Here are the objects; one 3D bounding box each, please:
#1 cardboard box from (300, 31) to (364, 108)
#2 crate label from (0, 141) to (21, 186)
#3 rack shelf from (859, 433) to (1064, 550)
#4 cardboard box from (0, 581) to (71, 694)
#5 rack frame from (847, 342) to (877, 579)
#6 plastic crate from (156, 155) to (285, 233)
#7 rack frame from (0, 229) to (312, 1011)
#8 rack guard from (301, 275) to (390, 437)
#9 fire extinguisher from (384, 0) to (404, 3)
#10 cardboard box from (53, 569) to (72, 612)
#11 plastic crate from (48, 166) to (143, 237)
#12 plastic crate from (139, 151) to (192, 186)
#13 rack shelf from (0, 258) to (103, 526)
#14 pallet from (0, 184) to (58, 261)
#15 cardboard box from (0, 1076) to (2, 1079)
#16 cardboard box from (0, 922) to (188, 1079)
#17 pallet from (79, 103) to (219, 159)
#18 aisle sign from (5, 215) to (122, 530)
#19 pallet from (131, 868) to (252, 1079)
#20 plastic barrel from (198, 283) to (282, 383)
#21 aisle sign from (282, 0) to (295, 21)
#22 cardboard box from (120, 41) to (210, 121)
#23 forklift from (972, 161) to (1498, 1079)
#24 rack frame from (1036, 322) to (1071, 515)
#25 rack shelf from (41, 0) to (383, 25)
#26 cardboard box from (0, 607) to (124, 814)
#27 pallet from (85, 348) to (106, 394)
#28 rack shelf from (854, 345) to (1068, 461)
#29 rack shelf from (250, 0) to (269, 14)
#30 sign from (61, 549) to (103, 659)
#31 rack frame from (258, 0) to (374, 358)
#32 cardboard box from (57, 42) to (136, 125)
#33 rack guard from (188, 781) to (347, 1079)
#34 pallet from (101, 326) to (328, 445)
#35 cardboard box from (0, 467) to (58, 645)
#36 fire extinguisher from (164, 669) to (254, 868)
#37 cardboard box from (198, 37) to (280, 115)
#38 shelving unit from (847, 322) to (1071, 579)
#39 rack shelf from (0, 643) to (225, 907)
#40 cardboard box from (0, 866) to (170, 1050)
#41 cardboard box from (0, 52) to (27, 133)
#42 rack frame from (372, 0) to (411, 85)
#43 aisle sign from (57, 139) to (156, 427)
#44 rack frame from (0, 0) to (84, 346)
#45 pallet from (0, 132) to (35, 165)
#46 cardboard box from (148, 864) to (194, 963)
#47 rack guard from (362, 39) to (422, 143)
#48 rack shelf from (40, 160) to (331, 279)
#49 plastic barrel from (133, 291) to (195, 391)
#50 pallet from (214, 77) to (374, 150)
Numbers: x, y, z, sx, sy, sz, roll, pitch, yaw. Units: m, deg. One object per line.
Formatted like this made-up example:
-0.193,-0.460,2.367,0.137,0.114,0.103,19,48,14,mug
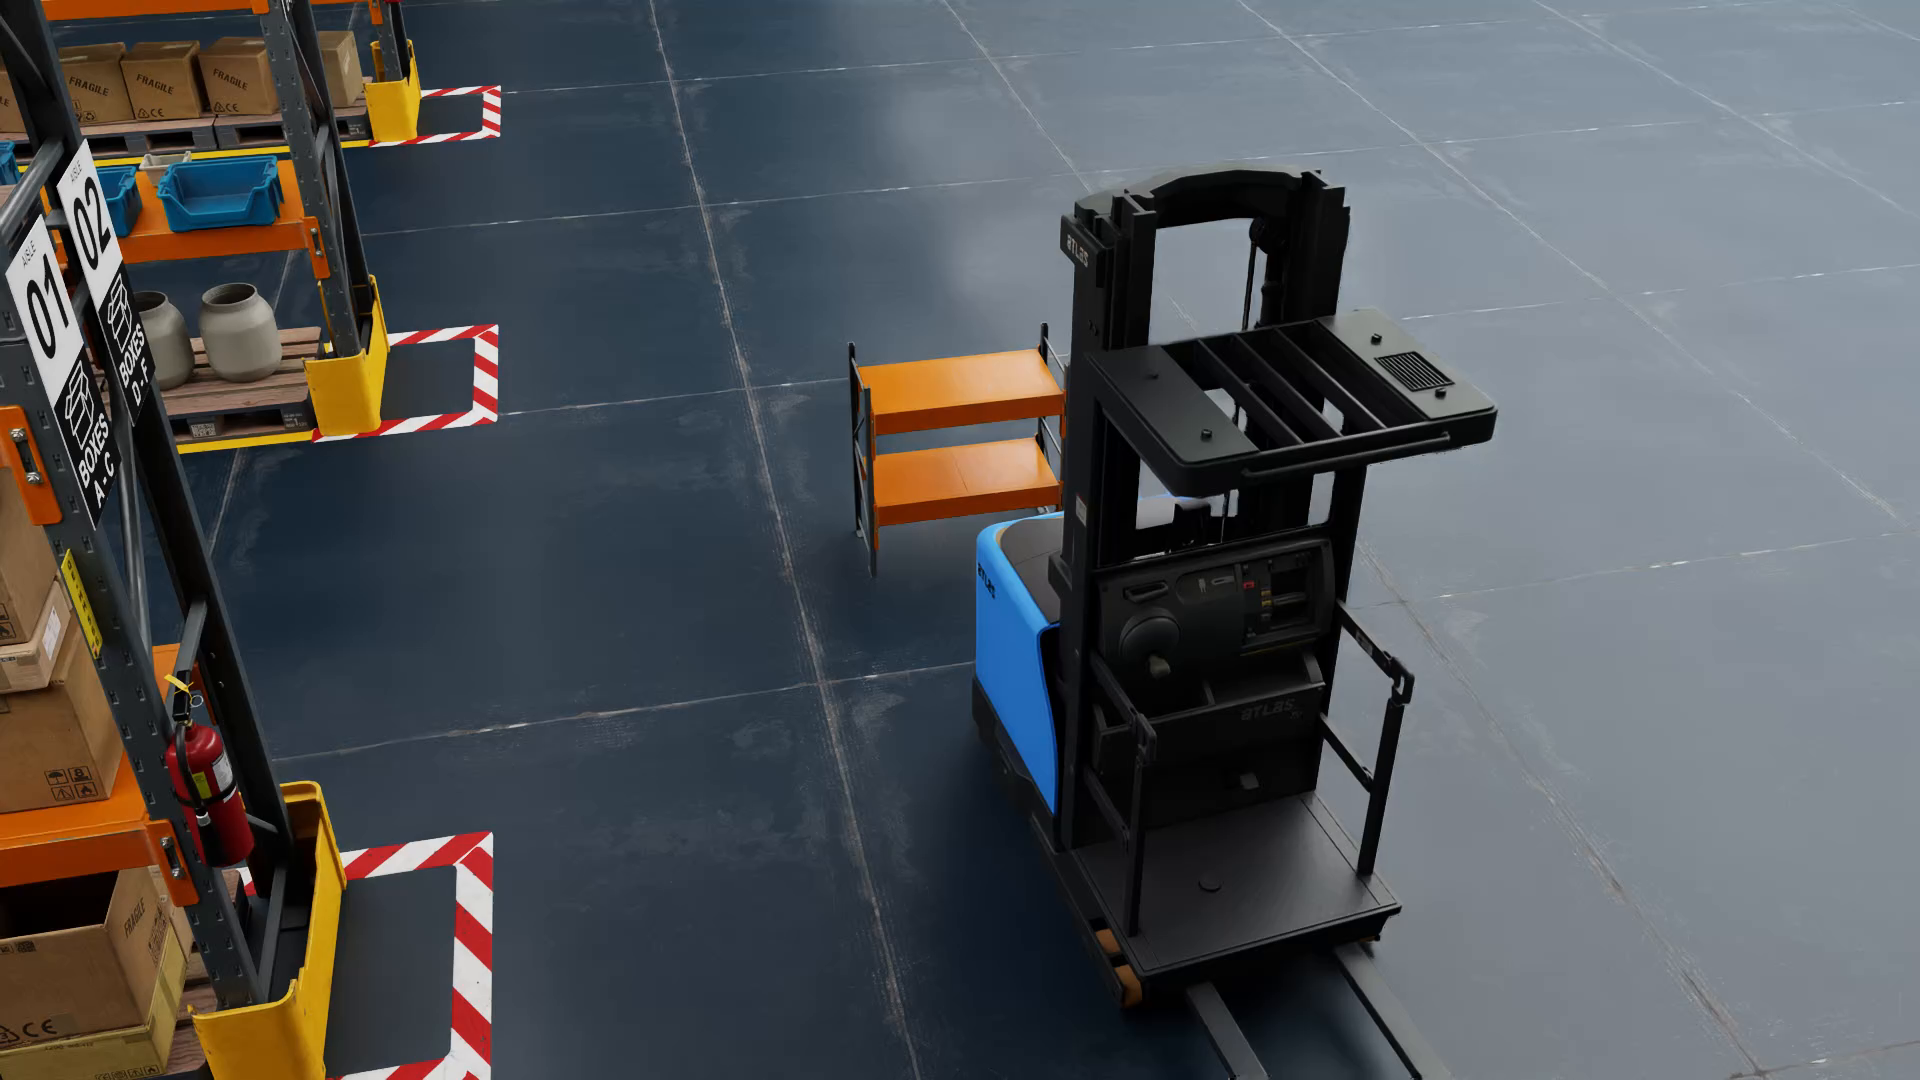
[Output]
-5.410,-3.987,14.089,0.500,0.500,0.500,-1,34,-2,cardboard box
-5.440,-1.868,9.032,0.616,0.435,0.502,-7,35,-11,crate label
-0.007,-0.263,8.795,1.000,0.278,0.538,-7,35,-11,rack shelf
-2.946,0.306,5.153,0.250,0.149,0.380,-8,35,-11,cardboard box
-0.502,-0.404,8.565,0.032,1.125,0.500,-7,35,-11,rack frame
-4.126,-1.940,9.306,0.616,0.251,0.499,-7,35,-11,plastic crate
-2.615,0.466,5.586,0.127,3.000,1.000,-7,35,-11,rack frame
-3.768,-1.153,10.243,0.348,0.500,1.175,-7,35,-11,rack guard
-4.583,-4.650,13.279,0.183,0.674,0.296,-7,35,-11,fire extinguisher
-3.045,0.087,5.480,0.250,0.149,0.380,-7,35,-11,cardboard box
-4.761,-1.864,9.192,0.408,0.251,0.499,-7,35,-11,plastic crate
-4.648,-2.182,9.769,0.250,0.136,0.298,-7,35,-11,plastic crate
-4.566,-0.235,4.584,4.000,0.370,1.077,-7,35,-11,rack shelf
-3.310,-0.670,4.666,1.213,0.211,1.003,-7,35,-11,pallet
-3.558,1.728,5.796,0.500,0.250,0.500,-7,35,-11,cardboard box
-3.073,1.660,5.898,0.500,0.250,0.500,-7,35,-11,cardboard box
-6.859,-3.522,14.032,1.213,0.211,1.003,-7,35,-11,pallet
-2.486,-0.462,4.636,0.004,0.787,0.394,-7,35,-11,aisle sign
-3.352,1.741,6.189,1.213,0.211,1.003,-7,35,-11,pallet
-4.329,-1.245,9.992,0.421,0.512,0.421,0,34,0,plastic barrel
-3.568,-3.153,8.647,0.004,0.787,0.394,-7,35,-11,aisle sign
-6.600,-3.828,13.852,0.500,0.500,0.500,-4,34,-6,cardboard box
1.011,0.306,5.887,1.130,2.935,3.031,-11,35,-16,forklift
0.489,-0.529,8.751,0.032,1.125,0.500,-7,35,-11,rack frame
-6.748,-4.374,13.444,4.000,0.370,1.077,-7,35,-11,rack shelf
-3.073,0.475,5.483,0.500,0.500,0.700,-7,35,-11,cardboard box
-5.749,-0.788,9.958,1.213,0.211,1.003,-7,35,-11,pallet
-0.007,-0.709,8.495,1.000,0.278,0.538,-7,35,-11,rack shelf
-5.655,-2.927,8.597,4.000,0.370,1.077,-7,35,-11,rack shelf
-2.509,0.184,4.755,0.005,0.325,0.100,-7,35,-11,sign
-3.704,-2.226,9.599,0.127,3.000,1.000,-7,35,-11,rack frame
-7.154,-3.784,13.786,0.500,0.500,0.500,-10,35,-15,cardboard box
-2.592,1.501,6.287,0.348,0.500,1.175,-7,35,-11,rack guard
-4.561,-0.936,10.179,1.213,0.211,1.003,-7,35,-11,pallet
-3.125,-0.057,5.112,0.500,0.500,0.700,-7,35,-10,cardboard box
-2.397,0.736,5.253,0.183,0.674,0.296,-7,35,-11,fire extinguisher
-5.985,-3.895,13.951,0.500,0.500,0.500,1,34,2,cardboard box
-0.007,-0.466,8.658,1.048,1.125,0.538,-7,35,-11,shelving unit
-4.566,1.011,5.420,4.000,0.370,1.077,-7,35,-11,rack shelf
-3.072,1.350,5.687,0.500,0.500,0.500,-7,35,-11,cardboard box
-7.742,-3.665,13.609,0.500,0.500,0.500,3,34,5,cardboard box
-4.797,-4.918,13.610,0.127,3.000,1.000,-7,35,-11,rack frame
-2.619,-0.788,5.122,0.004,0.787,0.394,-7,35,-11,aisle sign
-2.615,-2.025,3.914,0.127,3.000,1.000,-7,35,-11,rack frame
-8.051,-3.370,13.806,1.213,0.211,1.003,-7,35,-11,pallet
-3.187,1.379,6.317,0.500,0.250,0.500,-7,35,-11,cardboard box
-4.871,-3.871,14.293,0.348,0.500,1.175,-7,35,-11,rack guard
-5.655,-1.682,9.433,4.000,0.370,1.077,-7,35,-11,rack shelf
-4.818,-1.183,9.900,0.421,0.512,0.421,0,34,0,plastic barrel
-5.671,-3.670,14.253,1.213,0.211,1.003,-7,35,-11,pallet
